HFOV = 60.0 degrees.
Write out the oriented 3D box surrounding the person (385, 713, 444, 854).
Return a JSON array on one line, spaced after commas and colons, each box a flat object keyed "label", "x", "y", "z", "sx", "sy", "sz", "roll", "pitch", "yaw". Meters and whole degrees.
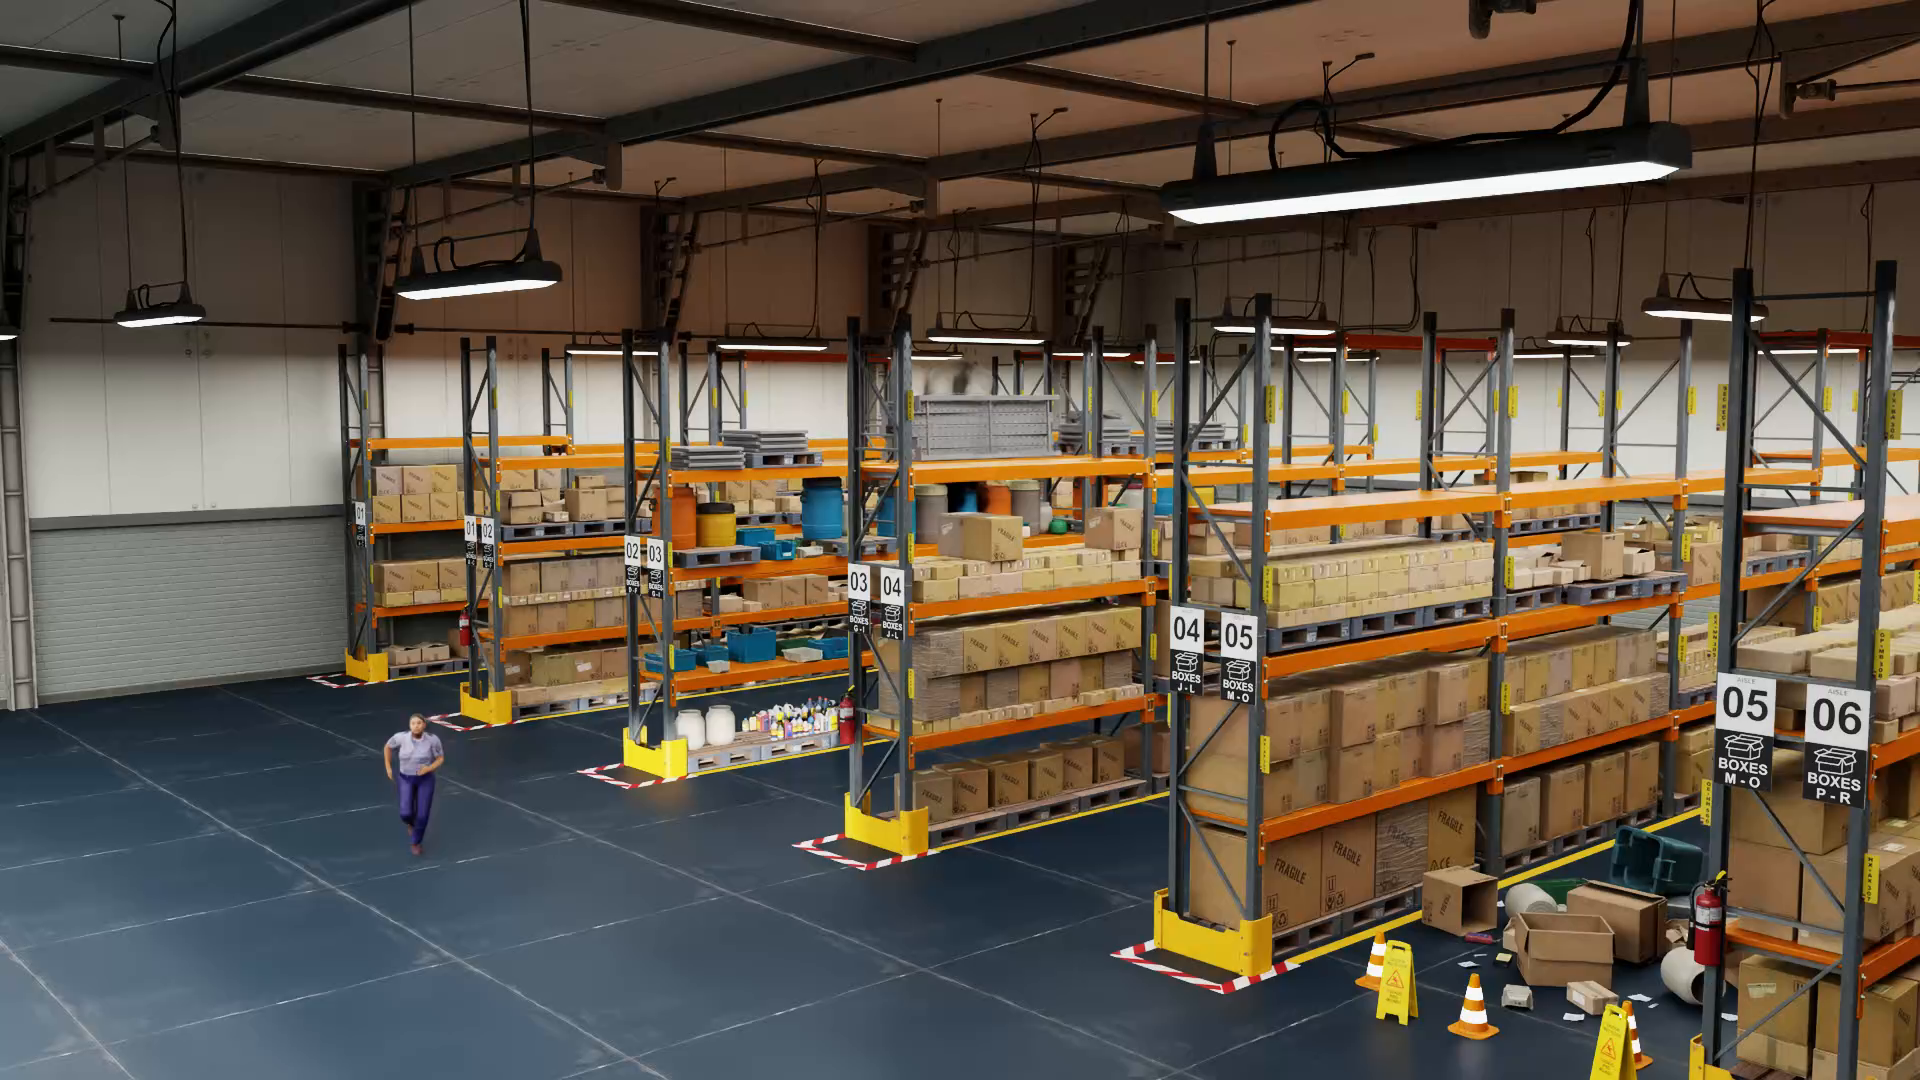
[{"label": "person", "x": -6.074, "y": 2.723, "z": 18.514, "sx": 0.645, "sy": 1.599, "sz": 0.606, "roll": -1, "pitch": 5, "yaw": -14}]
